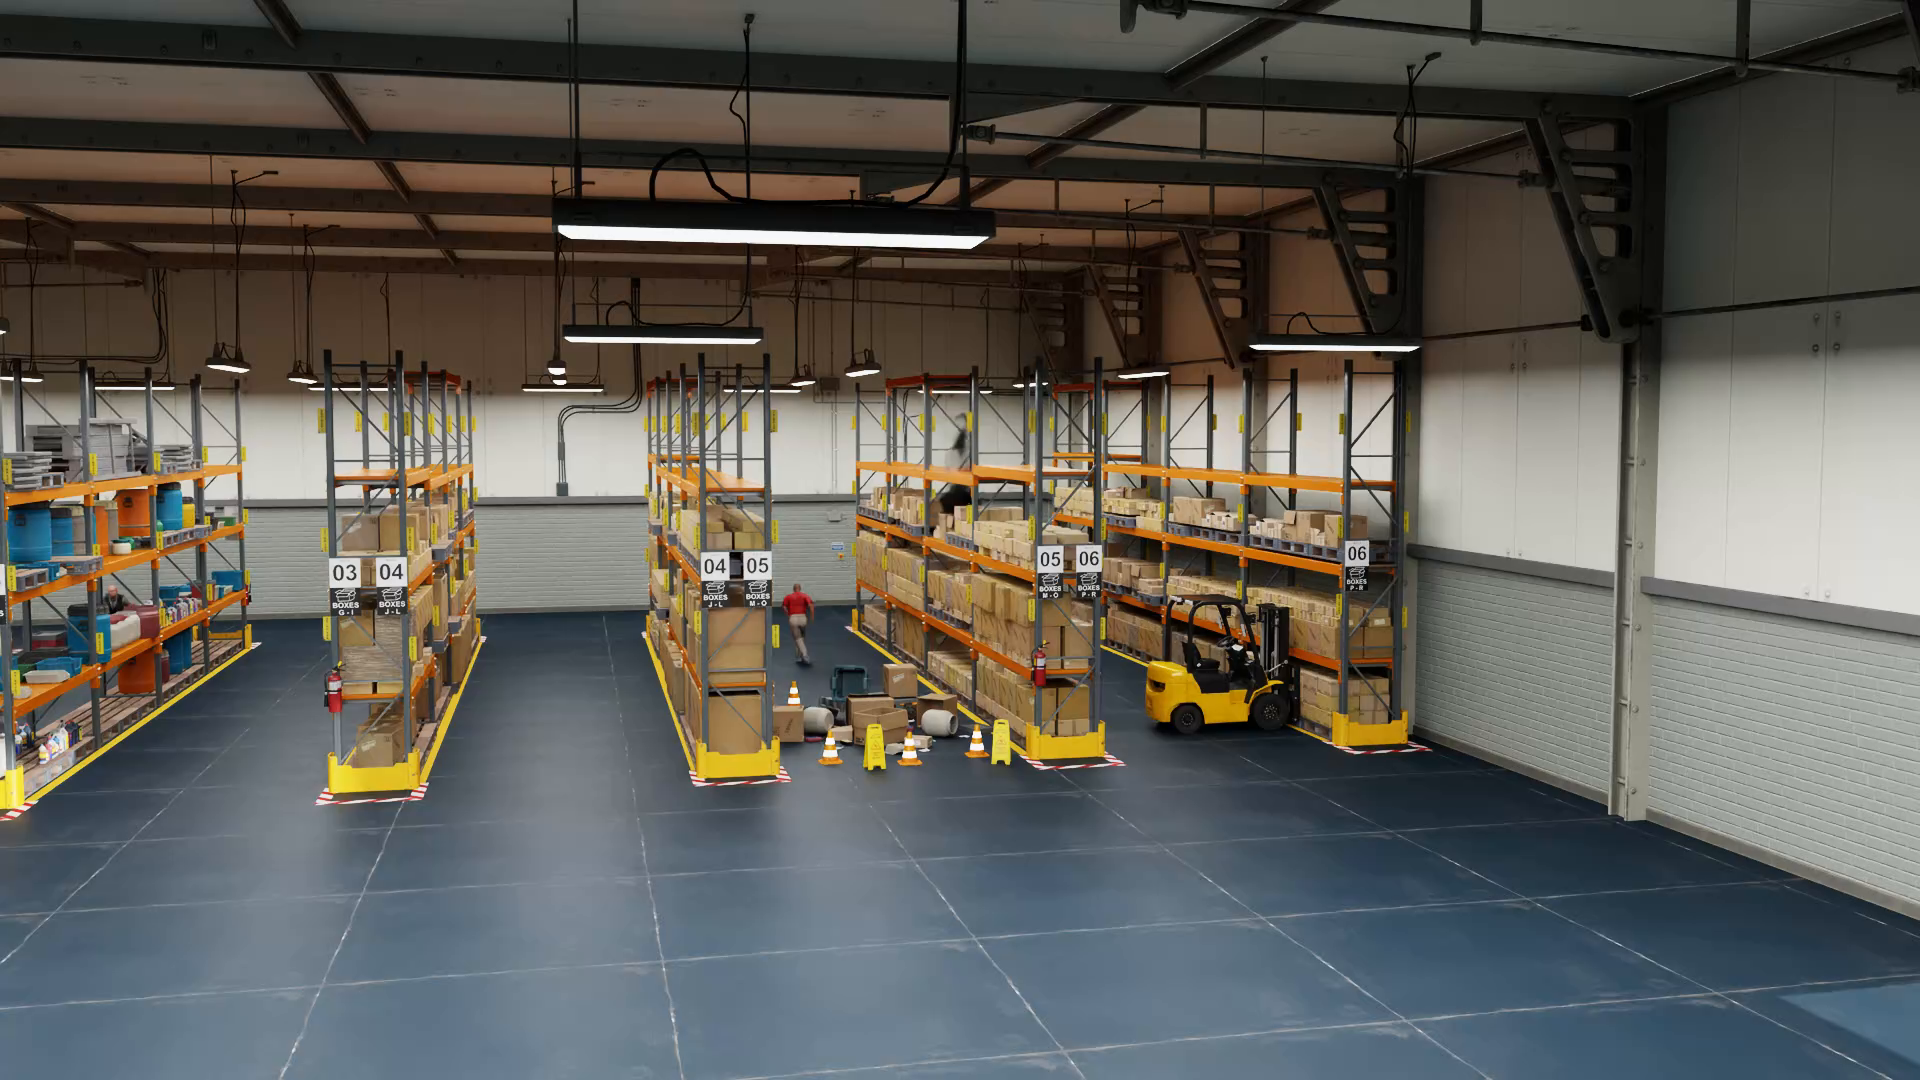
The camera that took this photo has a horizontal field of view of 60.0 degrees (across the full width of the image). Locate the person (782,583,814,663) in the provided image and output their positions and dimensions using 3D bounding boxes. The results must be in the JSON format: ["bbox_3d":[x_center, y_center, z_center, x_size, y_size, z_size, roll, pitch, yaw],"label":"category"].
[{"bbox_3d":[-3.380,1.783,34.820,0.665,1.703,0.833,-1,4,-12],"label":"person"}]

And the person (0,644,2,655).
[{"bbox_3d":[-15.933,2.257,27.115,0.694,1.752,1.098,-1,4,-14],"label":"person"}]

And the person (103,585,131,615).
[{"bbox_3d":[-17.802,1.755,35.044,0.689,1.664,0.967,-1,4,-17],"label":"person"}]
